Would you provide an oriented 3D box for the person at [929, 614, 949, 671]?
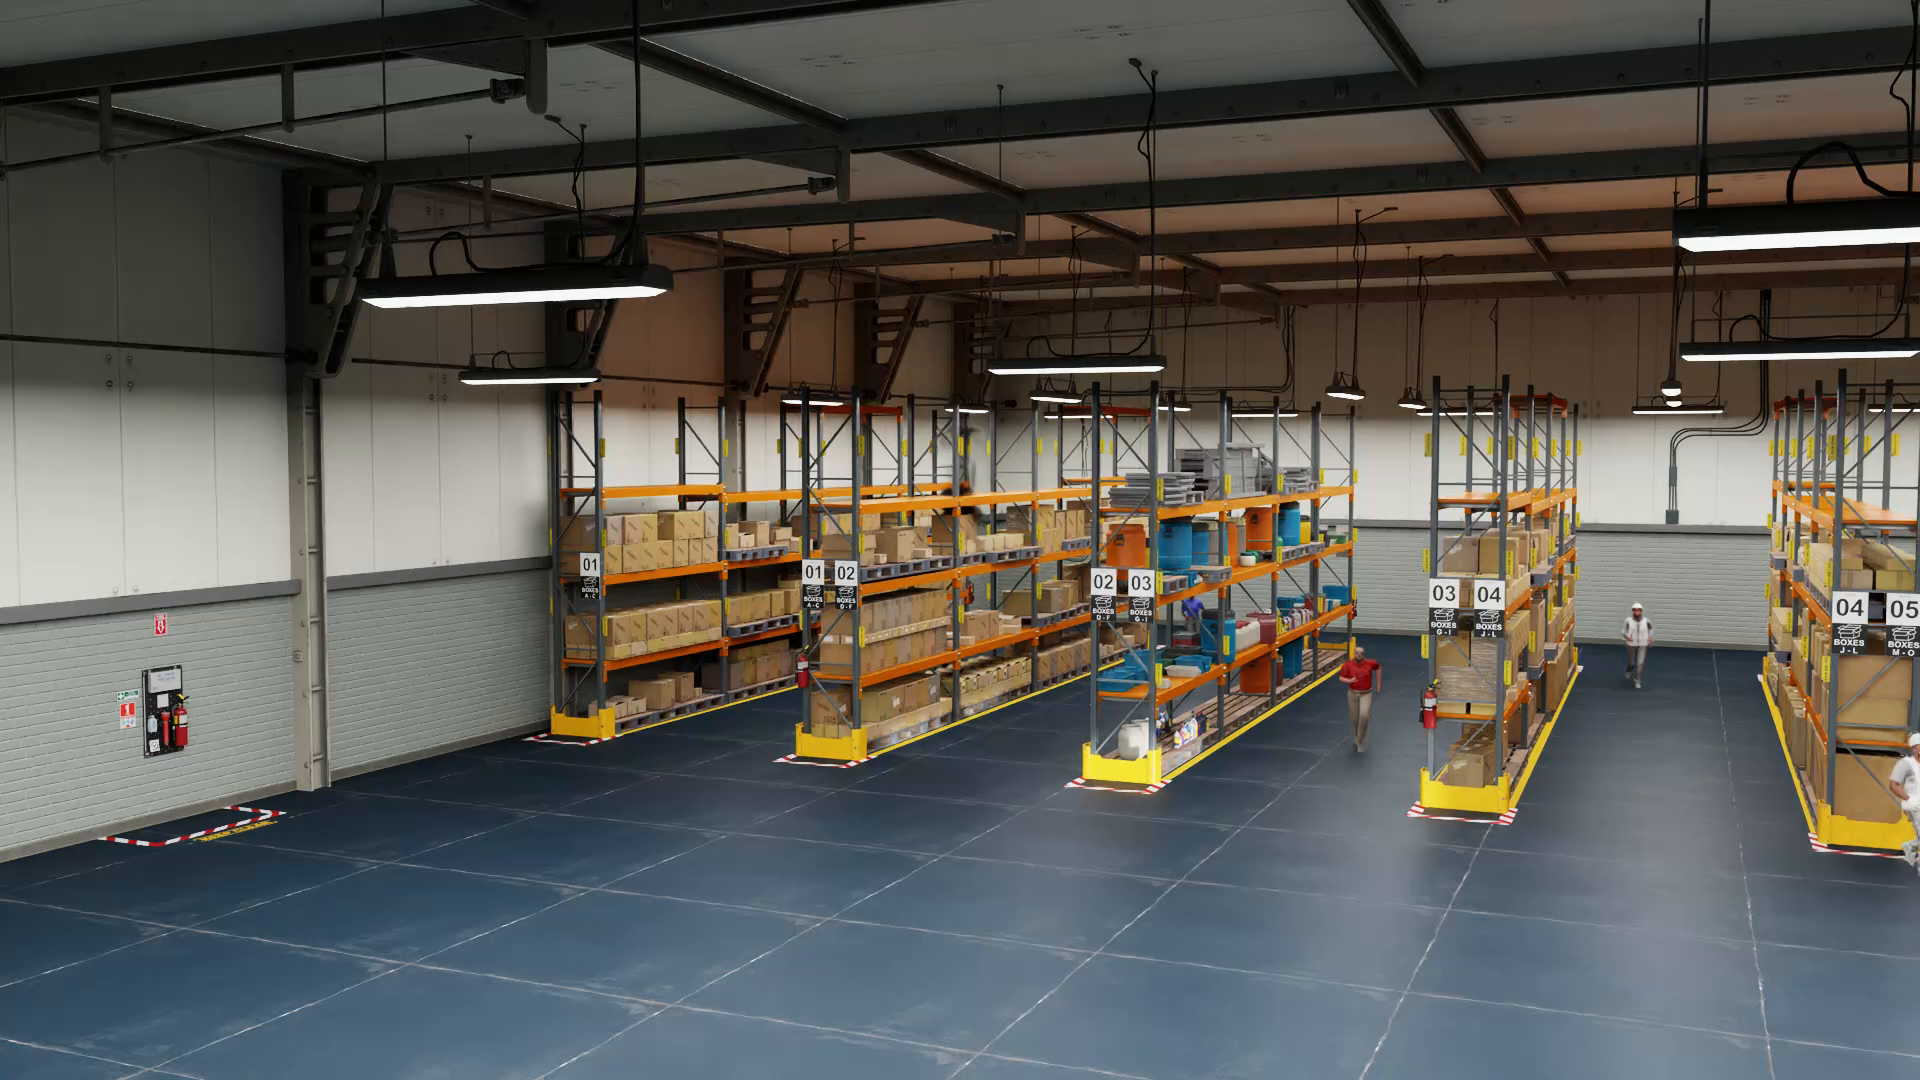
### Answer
[{"bbox_3d":[-0.488,2.164,35.137,0.716,1.784,0.962,1,3,21],"label":"person"}]

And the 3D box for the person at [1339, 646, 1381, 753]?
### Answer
[{"bbox_3d":[6.637,2.633,27.608,0.688,1.780,0.876,1,3,14],"label":"person"}]

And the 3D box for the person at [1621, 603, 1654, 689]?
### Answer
[{"bbox_3d":[14.221,2.208,34.913,0.670,1.771,0.849,1,3,17],"label":"person"}]

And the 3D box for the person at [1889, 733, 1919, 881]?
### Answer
[{"bbox_3d":[11.027,3.075,19.175,0.681,1.725,0.624,-1,3,-19],"label":"person"}]

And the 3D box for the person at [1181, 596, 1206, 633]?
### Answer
[{"bbox_3d":[5.627,1.991,40.118,0.593,1.583,0.519,1,3,13],"label":"person"}]
